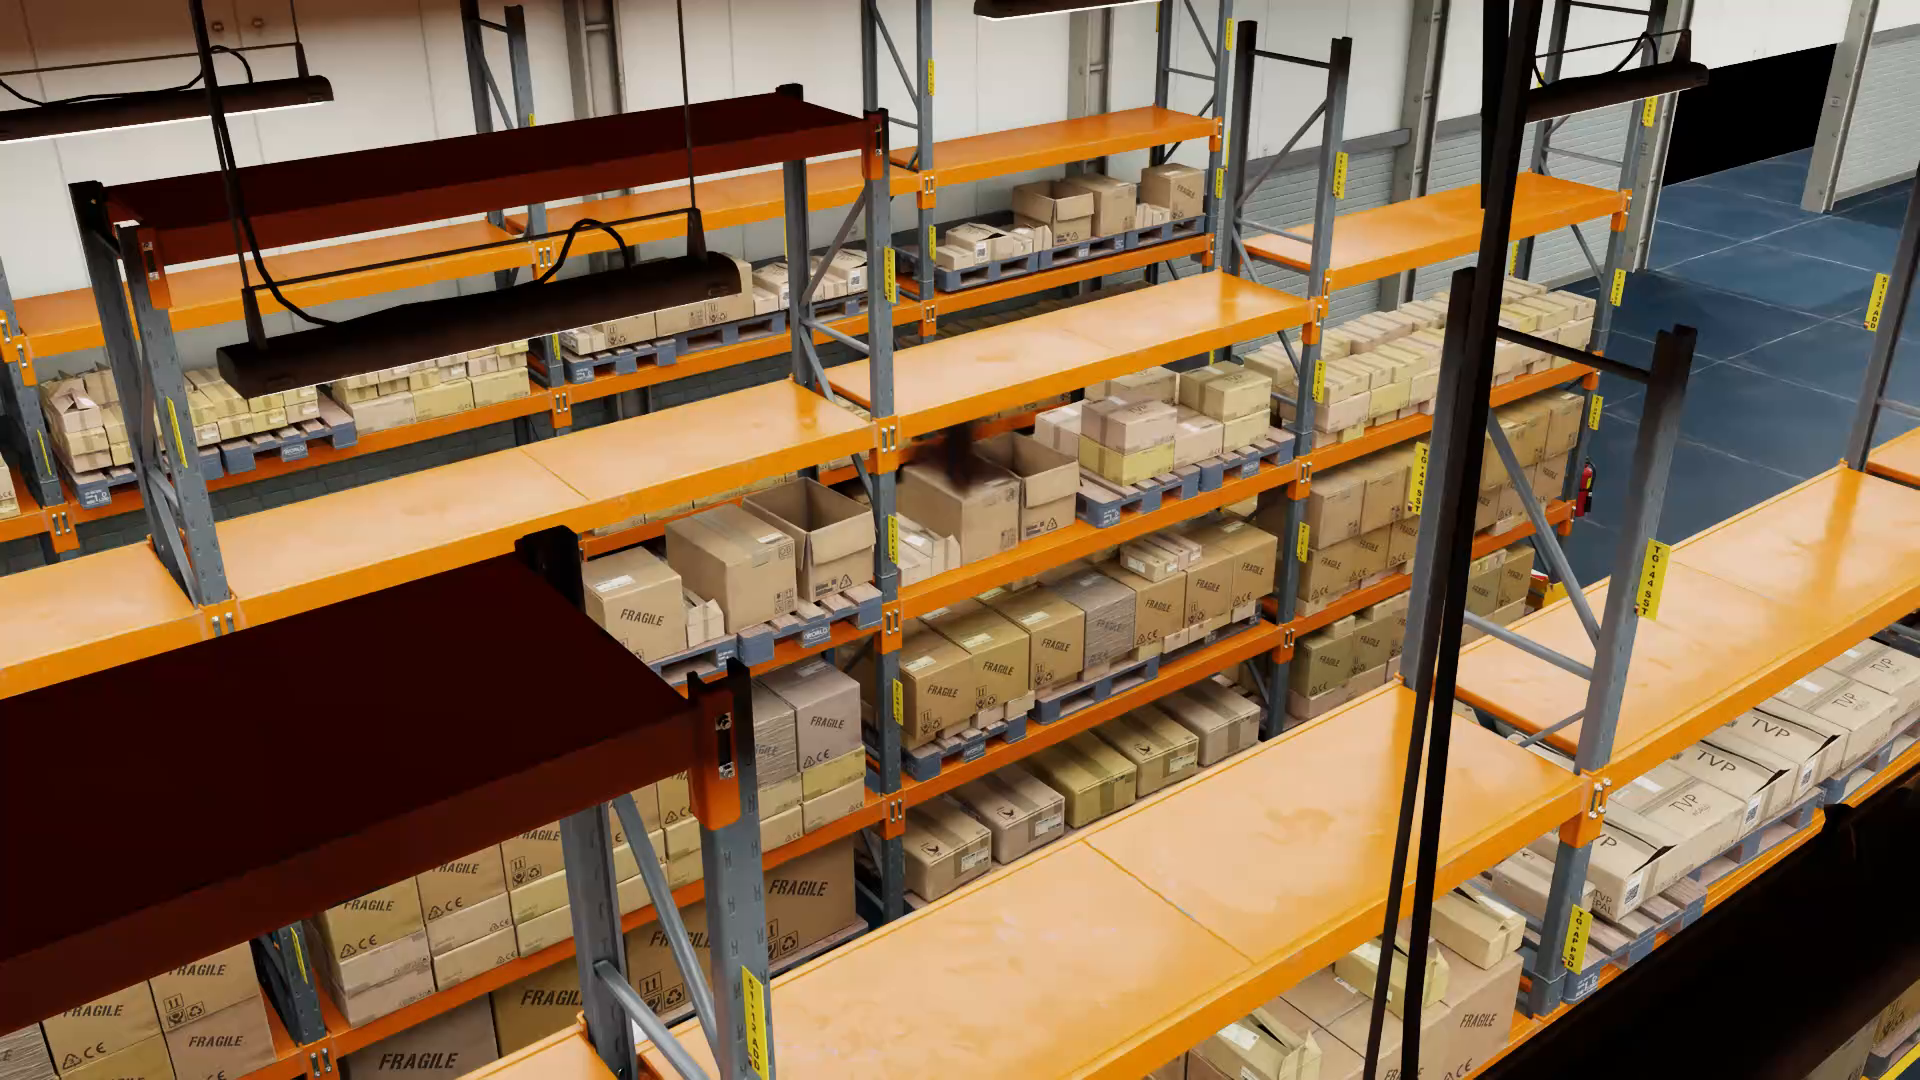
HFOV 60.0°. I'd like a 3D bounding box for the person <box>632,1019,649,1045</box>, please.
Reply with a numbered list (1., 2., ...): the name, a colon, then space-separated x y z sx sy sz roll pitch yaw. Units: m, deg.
1. person: -1.799 3.375 9.202 0.381 1.812 0.616 8 27 15
